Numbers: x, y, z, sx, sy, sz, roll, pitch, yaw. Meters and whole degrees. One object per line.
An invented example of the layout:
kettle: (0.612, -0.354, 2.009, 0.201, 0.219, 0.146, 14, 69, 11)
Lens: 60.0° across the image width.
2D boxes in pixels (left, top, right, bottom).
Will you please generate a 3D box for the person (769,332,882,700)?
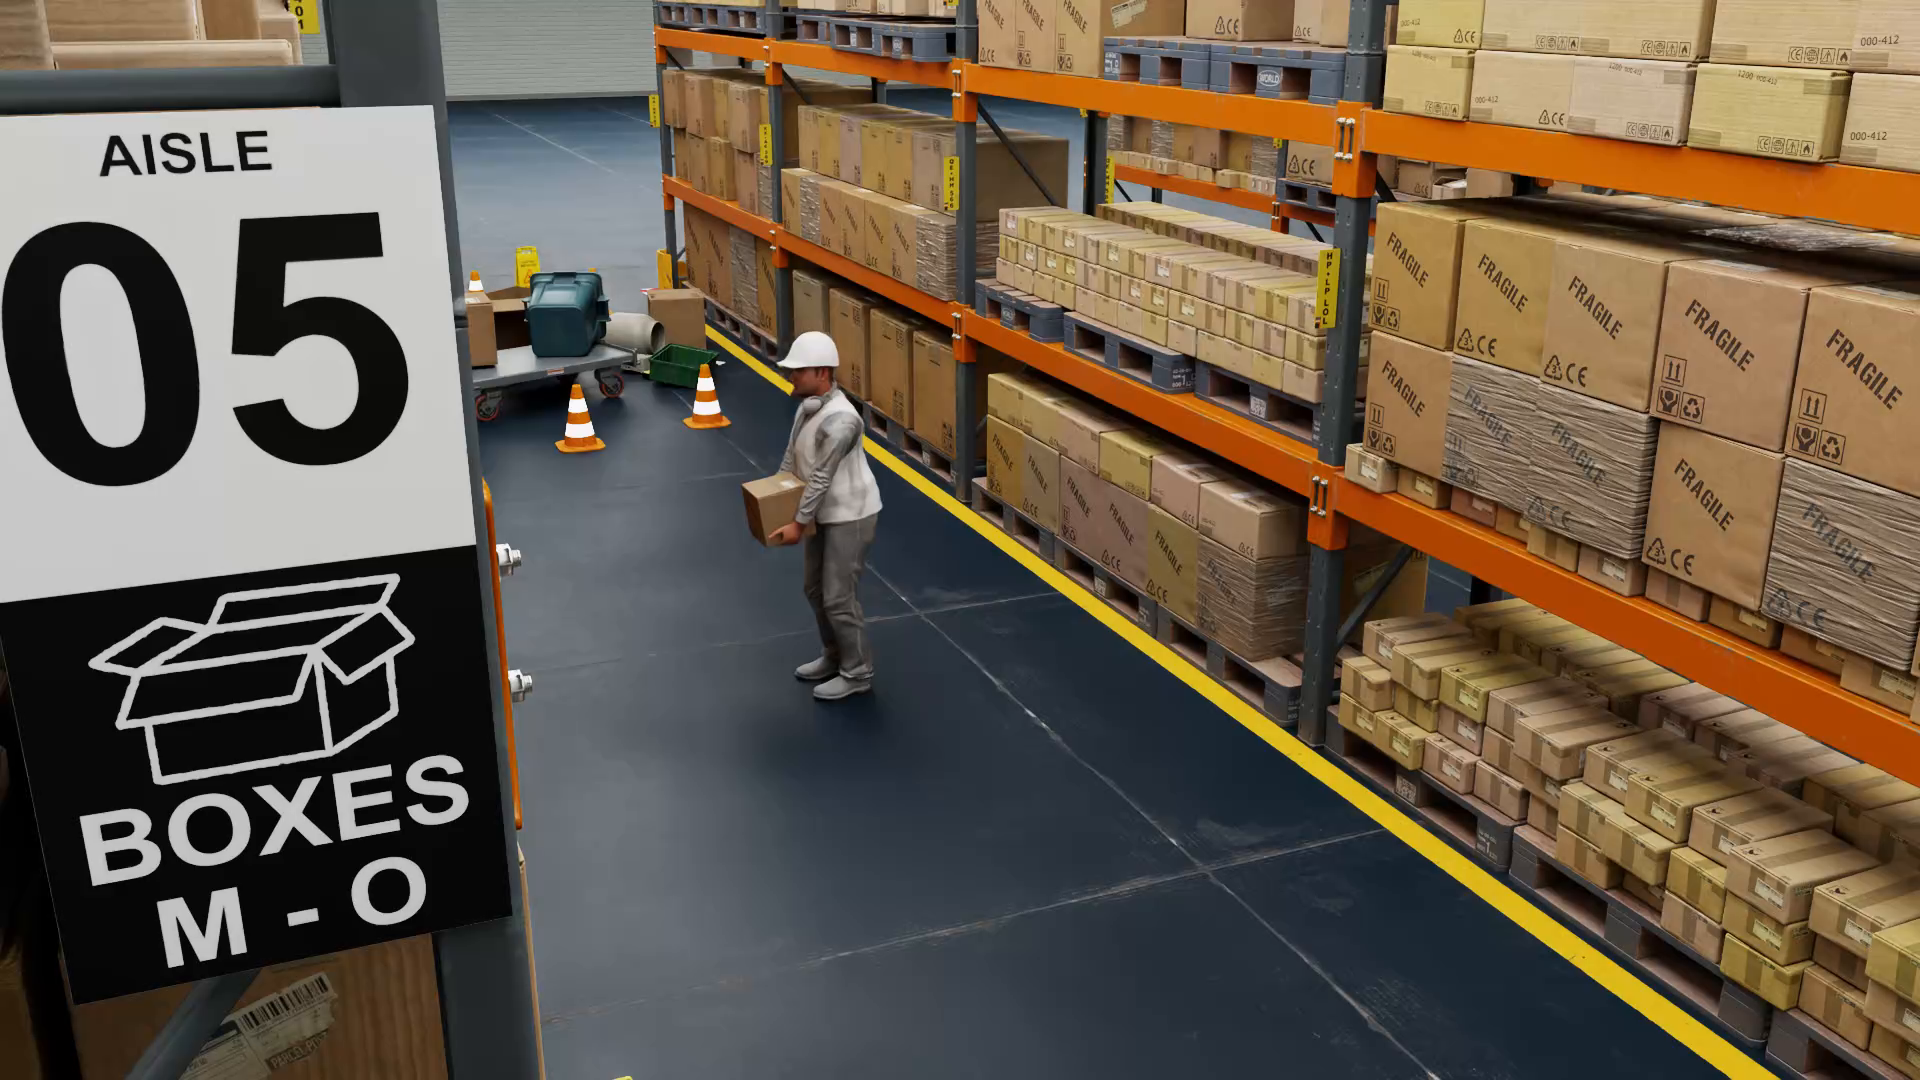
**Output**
person: (-0.667, -0.111, 7.873, 0.575, 1.765, 0.488, -8, 20, -23)
